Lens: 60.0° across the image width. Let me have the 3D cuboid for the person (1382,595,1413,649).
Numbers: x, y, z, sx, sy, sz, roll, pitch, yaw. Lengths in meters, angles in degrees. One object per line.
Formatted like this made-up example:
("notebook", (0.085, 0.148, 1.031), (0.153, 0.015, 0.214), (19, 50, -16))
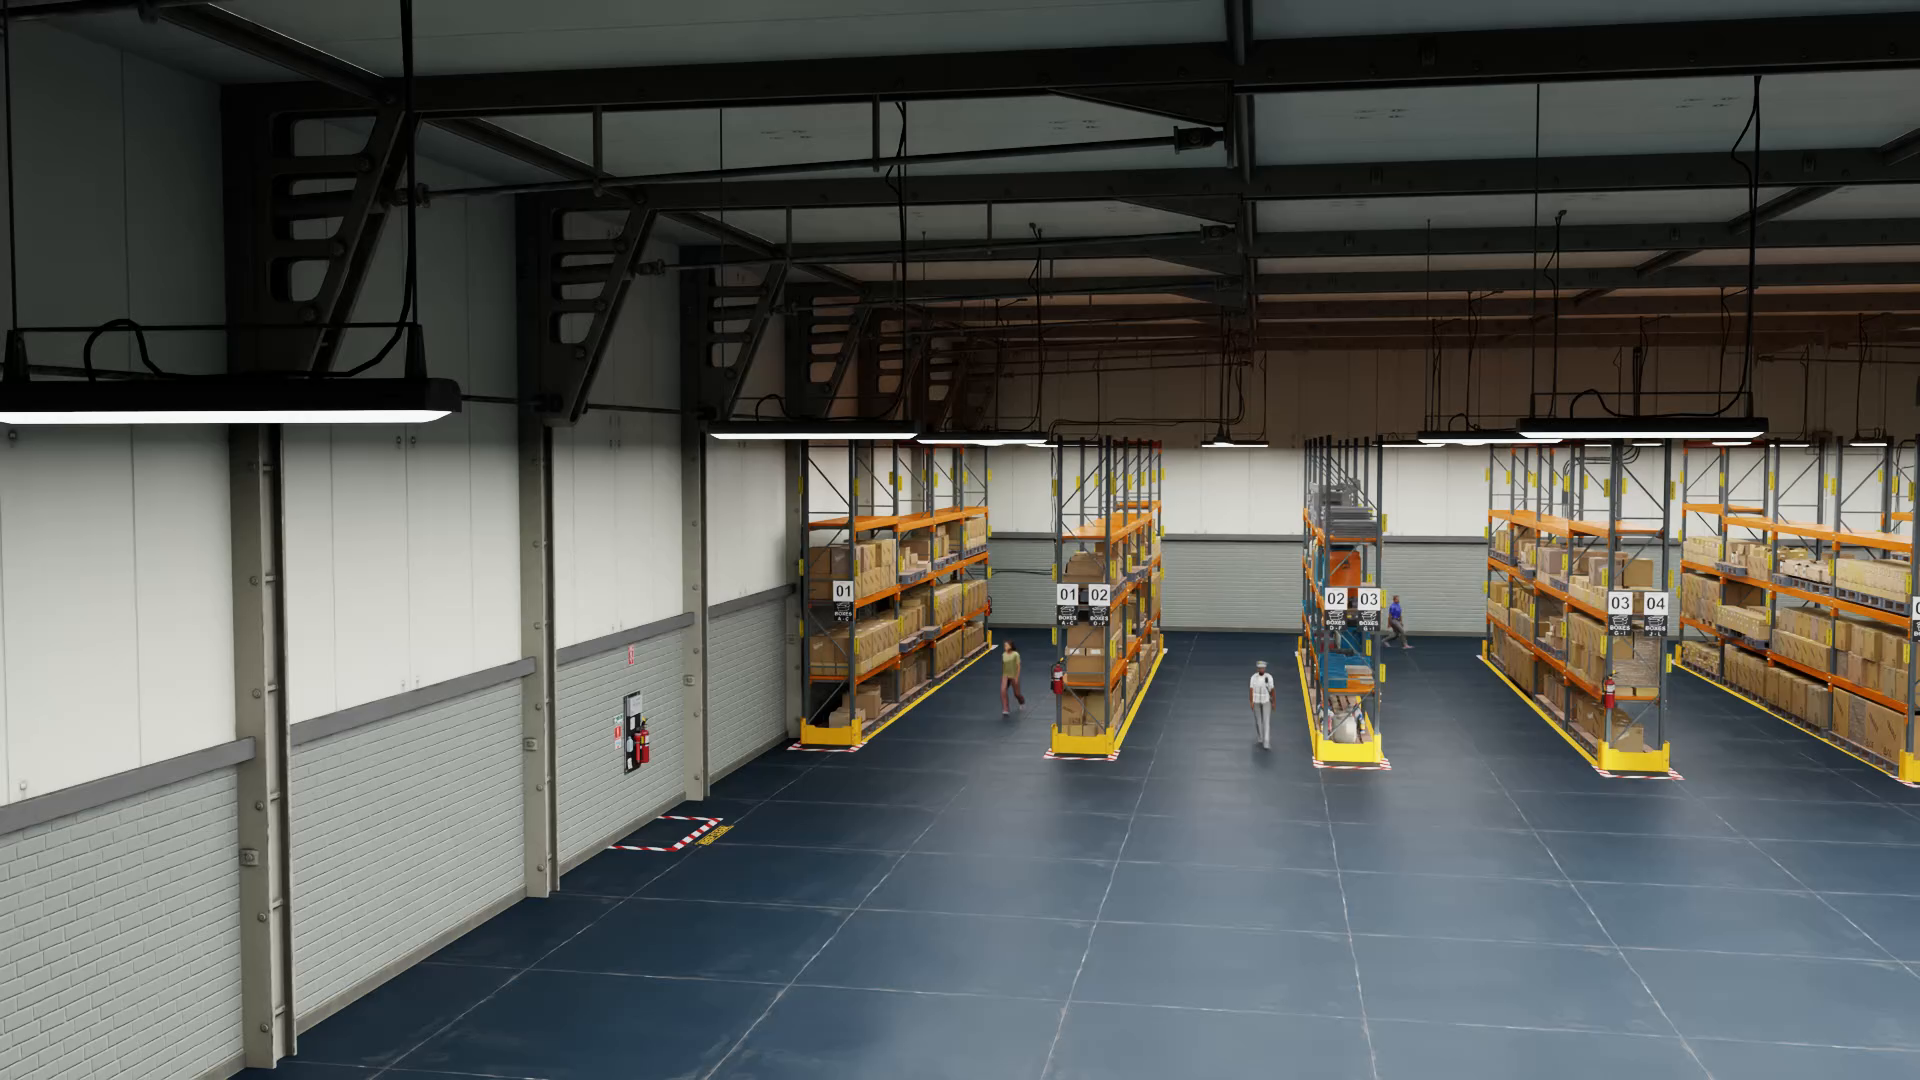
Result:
("person", (12.633, 2.373, 48.027), (0.990, 1.512, 0.429), (3, 4, 42))

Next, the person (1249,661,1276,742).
("person", (5.845, 3.103, 32.148), (0.483, 1.559, 0.766), (1, 3, 22))

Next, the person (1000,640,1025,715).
("person", (1.104, 2.966, 36.037), (0.447, 1.606, 0.949), (1, 3, 21))
